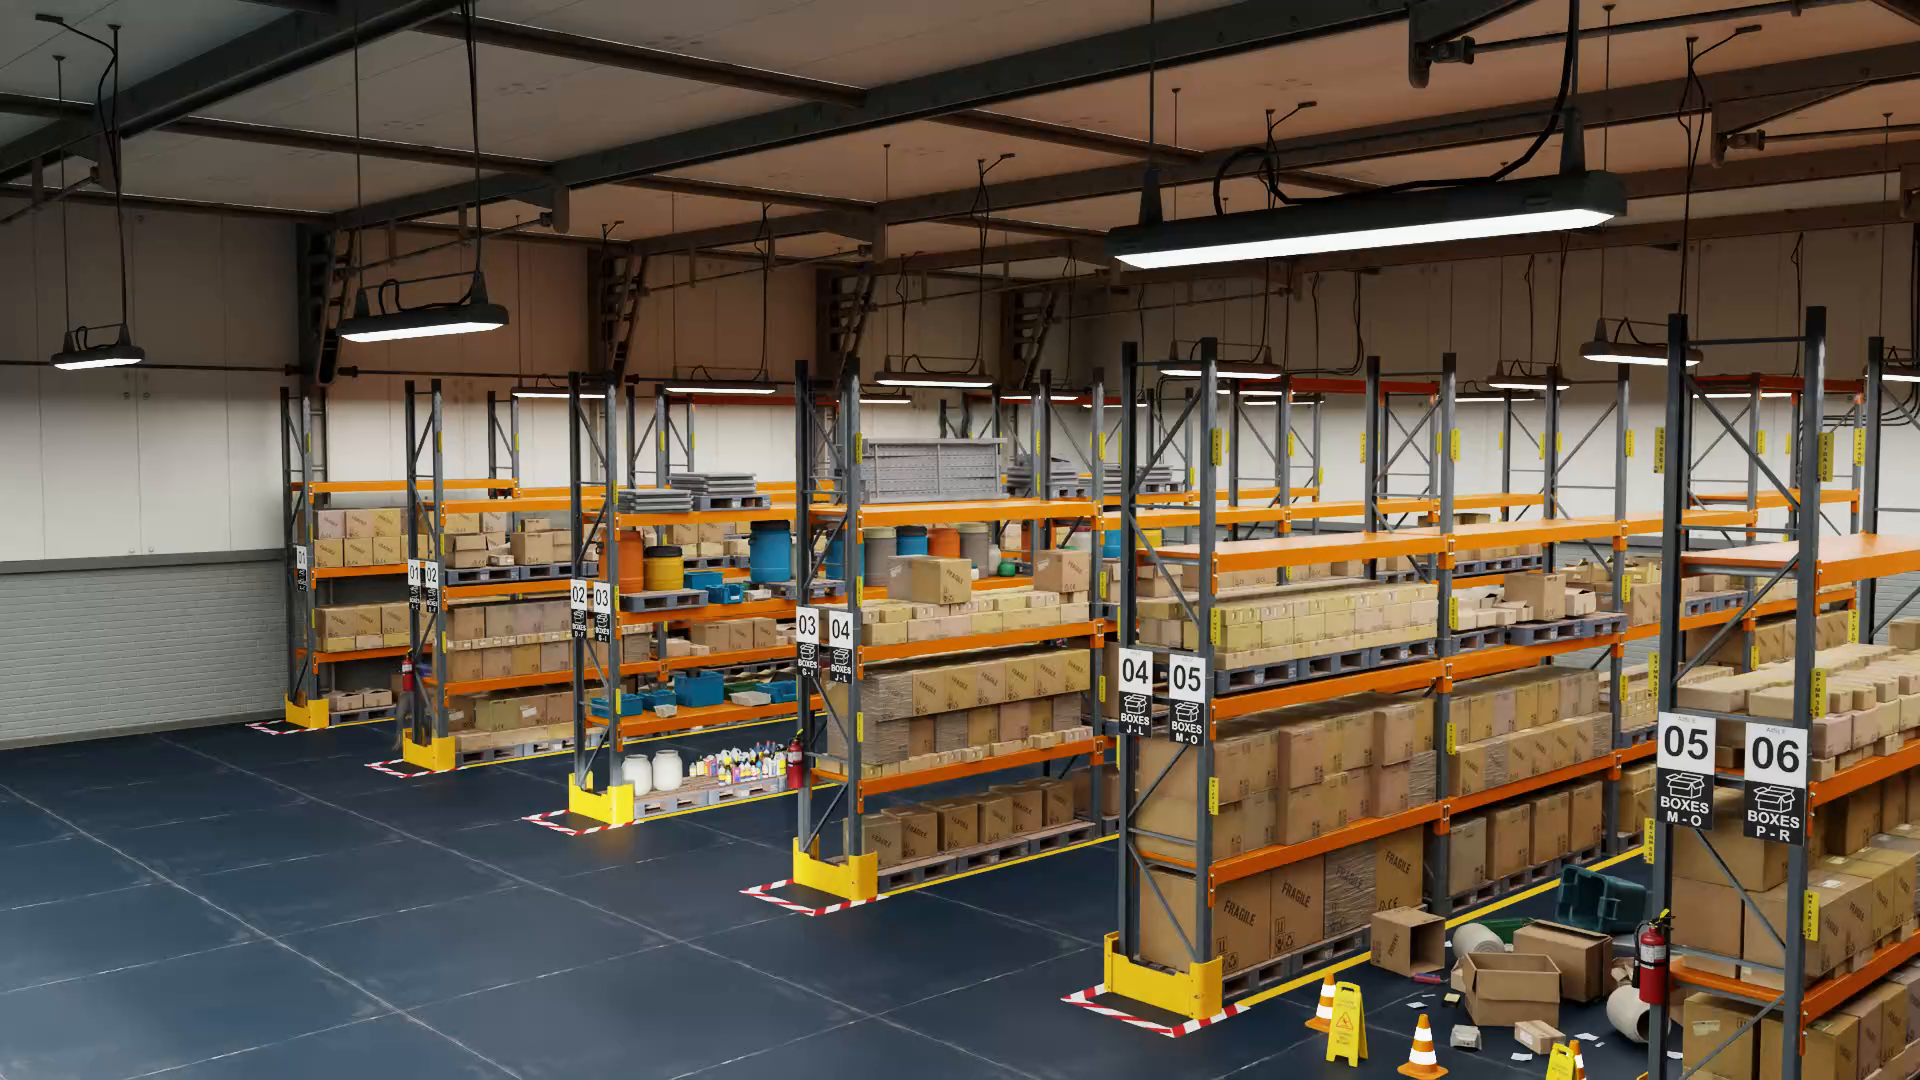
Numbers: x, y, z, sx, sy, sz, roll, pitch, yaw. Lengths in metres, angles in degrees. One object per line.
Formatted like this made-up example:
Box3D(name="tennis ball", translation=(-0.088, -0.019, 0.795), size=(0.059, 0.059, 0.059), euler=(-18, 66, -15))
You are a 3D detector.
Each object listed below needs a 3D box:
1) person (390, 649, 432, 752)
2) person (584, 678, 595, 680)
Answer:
Box3D(name="person", translation=(-8.977, 2.648, 27.274), size=(0.564, 1.596, 0.792), euler=(3, 4, 35))
Box3D(name="person", translation=(-6.647, 2.432, 30.105), size=(0.610, 1.630, 0.569), euler=(4, 5, 44))
